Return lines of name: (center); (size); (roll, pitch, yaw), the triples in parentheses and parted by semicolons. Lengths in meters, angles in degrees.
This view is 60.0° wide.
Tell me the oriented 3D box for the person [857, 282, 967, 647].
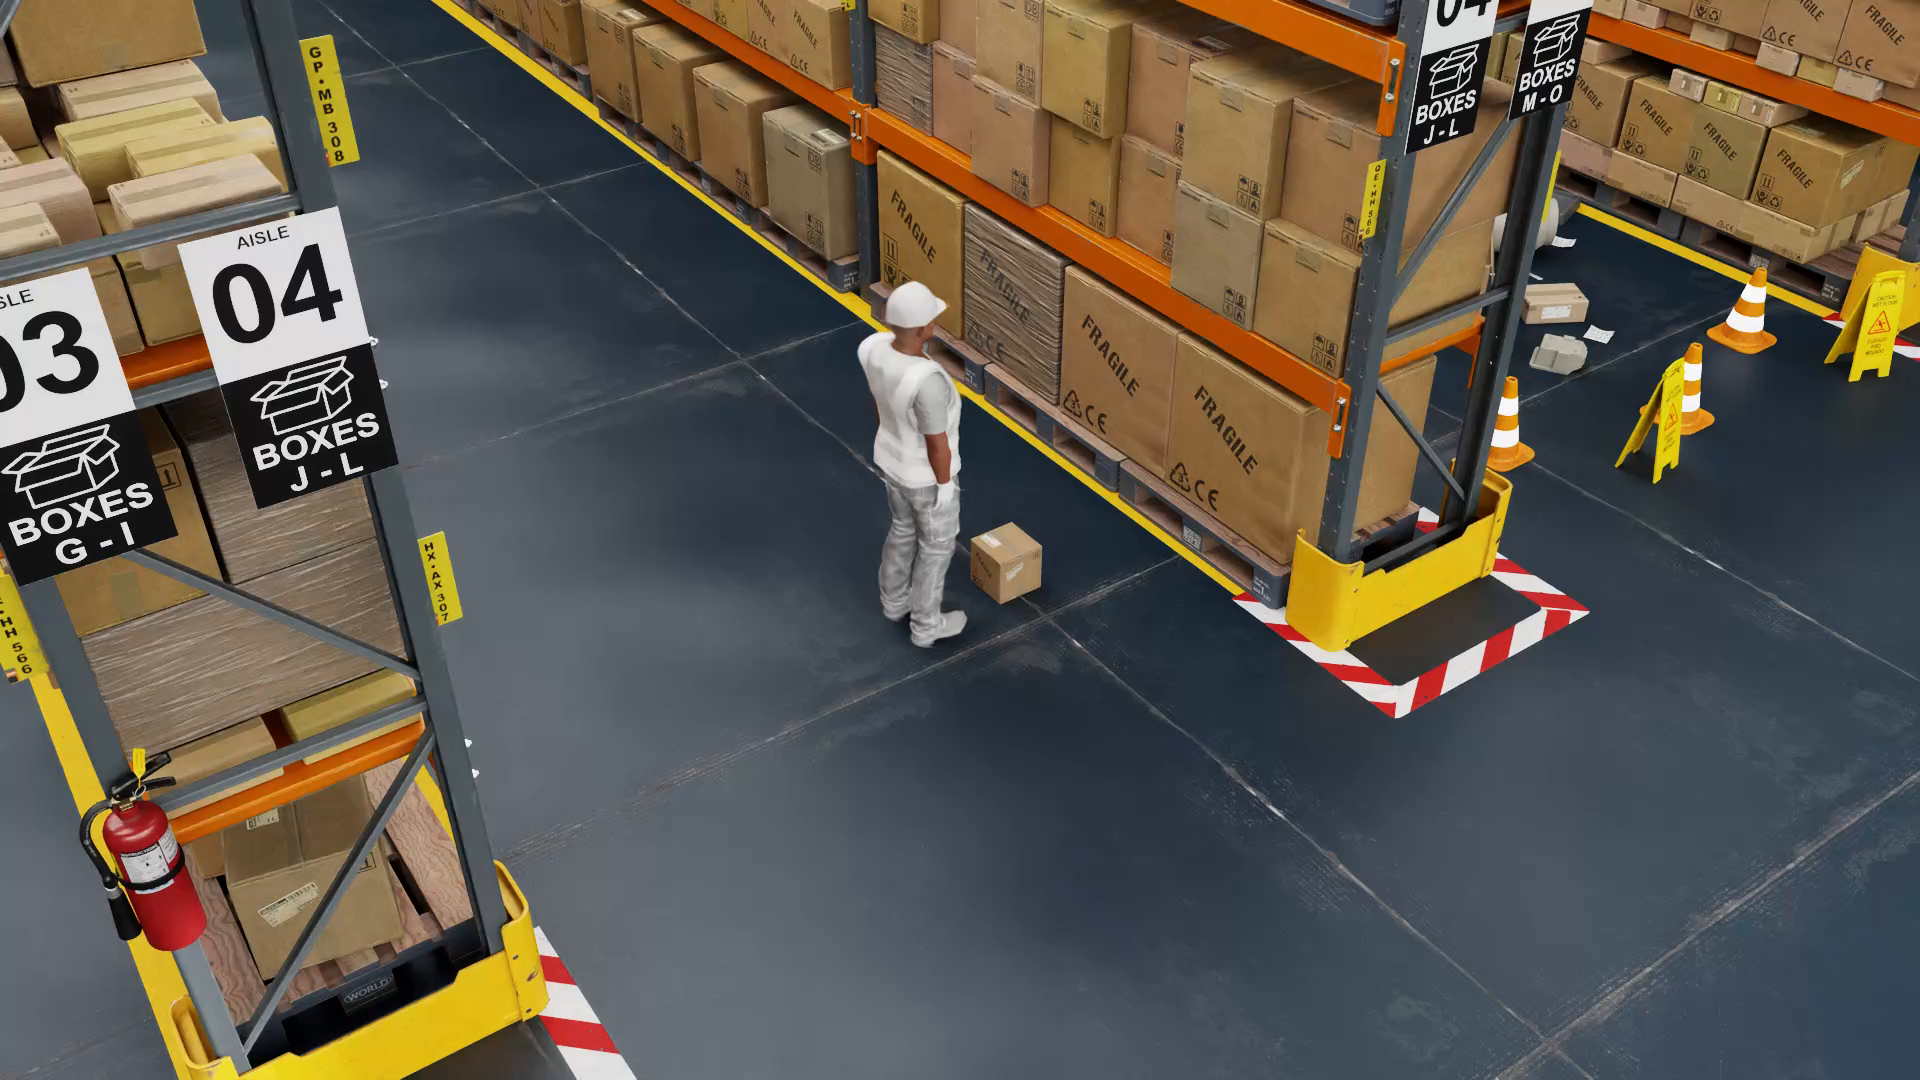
person: (-0.198, -0.344, 7.462); (0.356, 1.778, 0.546); (-21, 41, -27)
